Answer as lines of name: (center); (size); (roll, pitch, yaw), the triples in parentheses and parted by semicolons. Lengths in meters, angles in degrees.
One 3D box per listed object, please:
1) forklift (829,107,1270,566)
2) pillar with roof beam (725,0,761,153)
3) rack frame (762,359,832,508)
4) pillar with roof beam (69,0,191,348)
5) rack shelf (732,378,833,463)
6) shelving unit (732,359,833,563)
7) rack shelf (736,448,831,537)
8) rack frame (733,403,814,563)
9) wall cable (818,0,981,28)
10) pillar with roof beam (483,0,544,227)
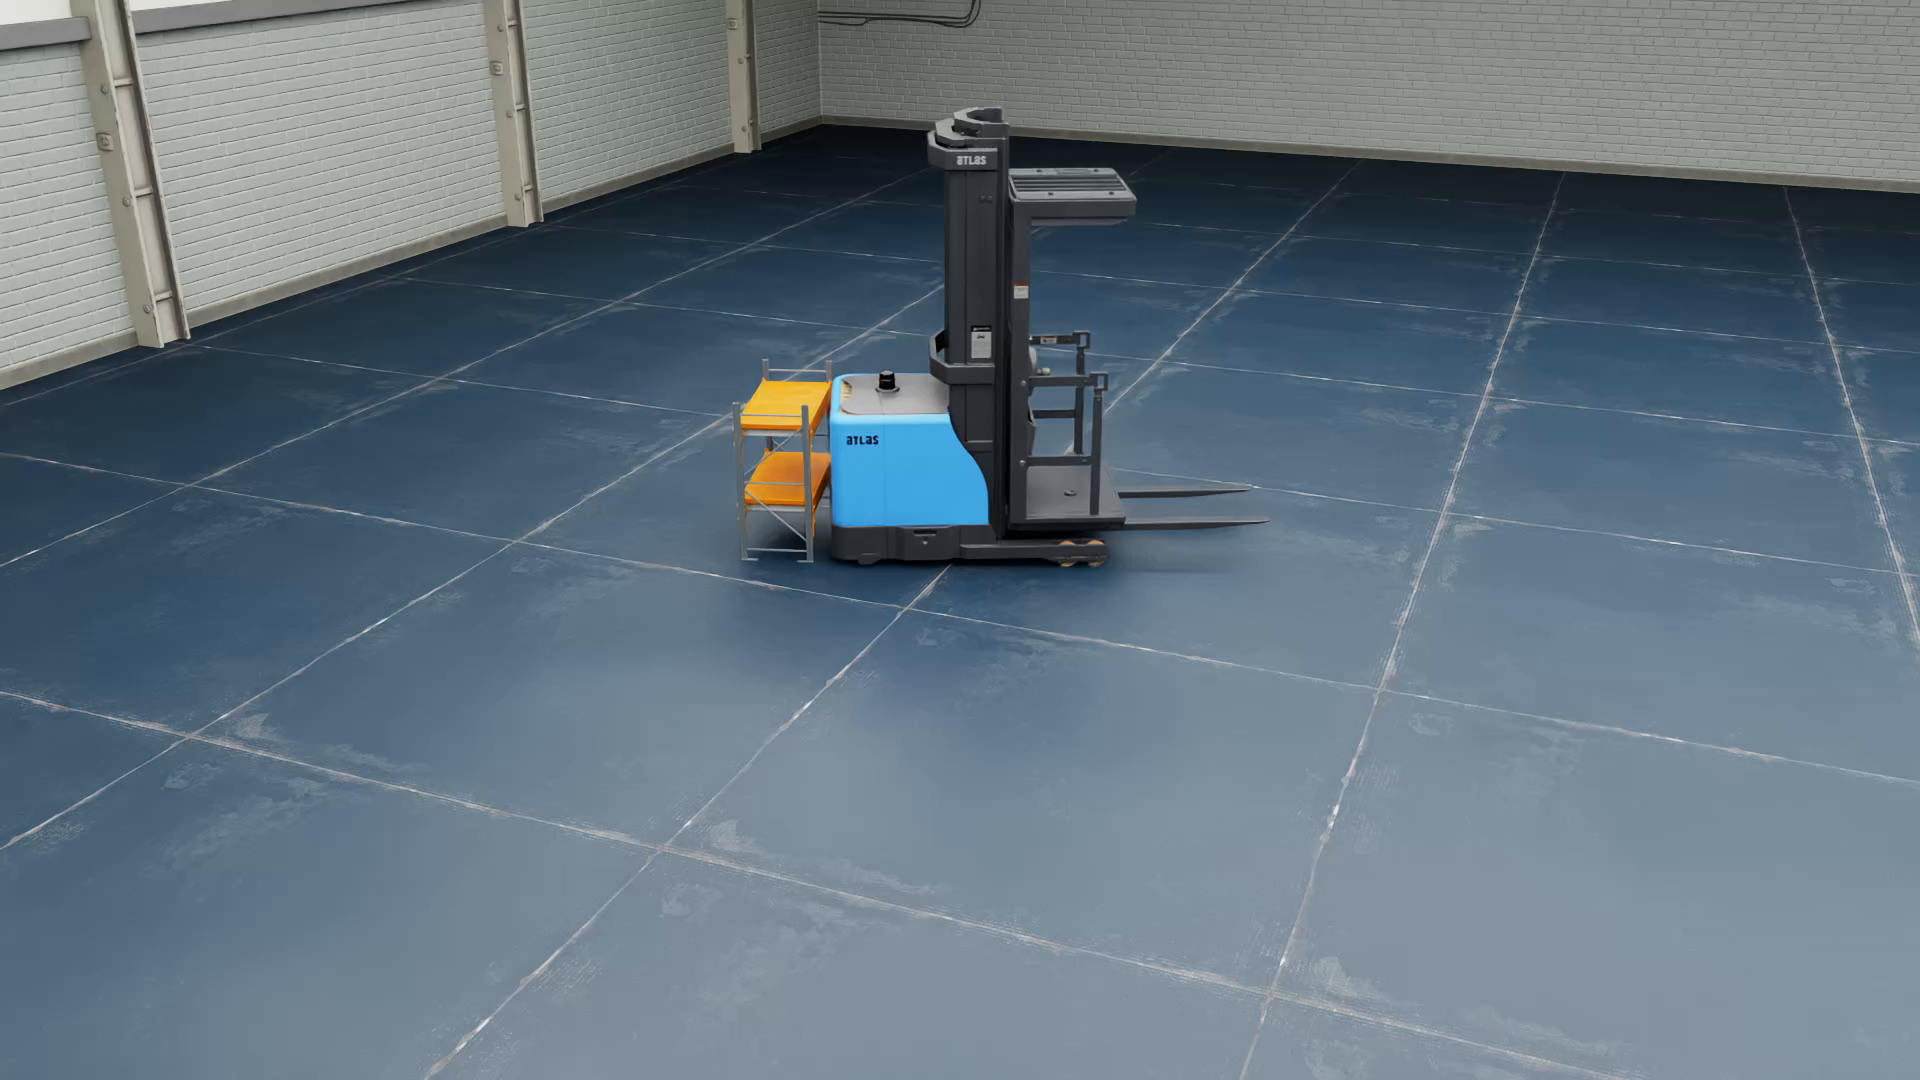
forklift: (0.618, -1.379, 11.250); (3.031, 2.935, 1.130); (-1, 23, -3)
pillar with roof beam: (0.575, -9.797, 23.530); (9.100, 9.000, 0.400); (9, 24, 20)
rack frame: (-1.168, -0.768, 12.129); (0.500, 1.125, 0.032); (2, 23, 4)
pillar with roof beam: (-3.882, -5.503, 13.250); (9.100, 9.000, 0.400); (9, 24, 20)
rack shelf: (-1.210, -0.843, 11.549); (0.538, 0.278, 1.000); (2, 23, 4)
shelving unit: (-1.210, -0.573, 11.662); (0.538, 1.125, 1.048); (2, 23, 4)
rack shelf: (-1.210, -0.347, 11.756); (0.538, 0.278, 1.000); (2, 23, 4)
rack frame: (-1.251, -0.377, 11.194); (0.500, 1.125, 0.032); (2, 23, 4)
wall cable: (-1.100, -9.846, 27.675); (3.097, 2.526, 0.112); (9, 24, 20)
pillar with roof beam: (-1.654, -7.650, 18.390); (9.100, 9.000, 0.400); (9, 24, 20)
